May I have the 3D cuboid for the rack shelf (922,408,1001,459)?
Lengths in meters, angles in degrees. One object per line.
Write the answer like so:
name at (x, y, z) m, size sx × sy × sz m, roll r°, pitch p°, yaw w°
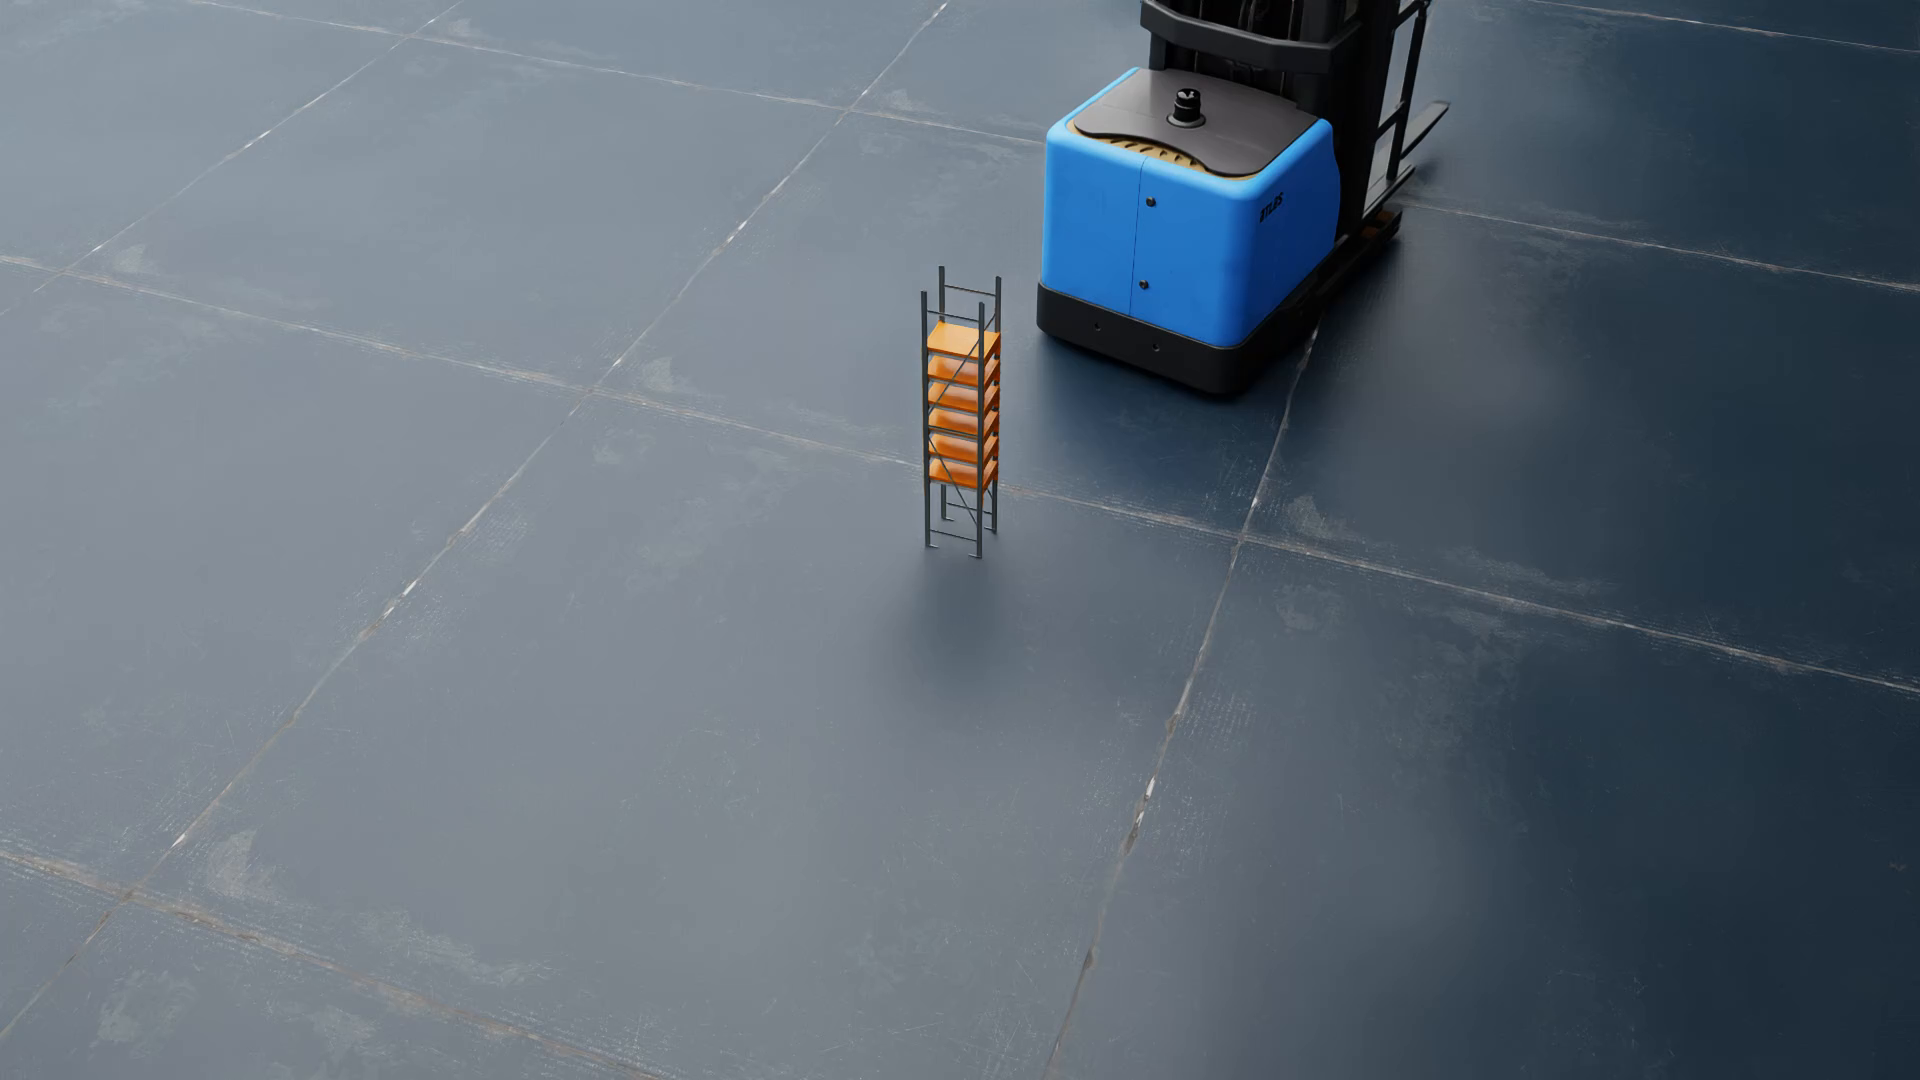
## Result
rack shelf at (0.005, -0.431, 6.400) m, size 0.258 × 0.103 × 0.180 m, roll 13°, pitch 42°, yaw 15°

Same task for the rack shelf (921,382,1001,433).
rack shelf at (0.005, -0.523, 6.322) m, size 0.258 × 0.103 × 0.180 m, roll 13°, pitch 42°, yaw 15°

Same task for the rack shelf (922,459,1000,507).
rack shelf at (0.005, -0.249, 6.556) m, size 0.258 × 0.103 × 0.180 m, roll 13°, pitch 42°, yaw 15°

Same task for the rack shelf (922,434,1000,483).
rack shelf at (0.005, -0.340, 6.478) m, size 0.258 × 0.103 × 0.180 m, roll 13°, pitch 42°, yaw 15°

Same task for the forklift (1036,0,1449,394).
forklift at (1.601, -2.689, 7.643) m, size 1.130 × 2.935 × 3.031 m, roll 24°, pitch 46°, yaw 25°

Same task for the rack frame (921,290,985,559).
rack frame at (-0.026, -0.409, 6.306) m, size 0.240 × 1.200 × 0.006 m, roll 13°, pitch 42°, yaw 15°

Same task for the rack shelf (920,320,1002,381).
rack shelf at (0.005, -0.705, 6.166) m, size 0.258 × 0.103 × 0.180 m, roll 13°, pitch 42°, yaw 15°

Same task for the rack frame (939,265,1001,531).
rack frame at (0.036, -0.521, 6.436) m, size 0.240 × 1.200 × 0.006 m, roll 13°, pitch 42°, yaw 15°

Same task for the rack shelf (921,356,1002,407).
rack shelf at (0.005, -0.614, 6.244) m, size 0.258 × 0.103 × 0.180 m, roll 13°, pitch 42°, yaw 15°

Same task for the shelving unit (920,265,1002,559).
shelving unit at (0.005, -0.465, 6.371) m, size 0.258 × 1.200 × 0.189 m, roll 13°, pitch 42°, yaw 15°
